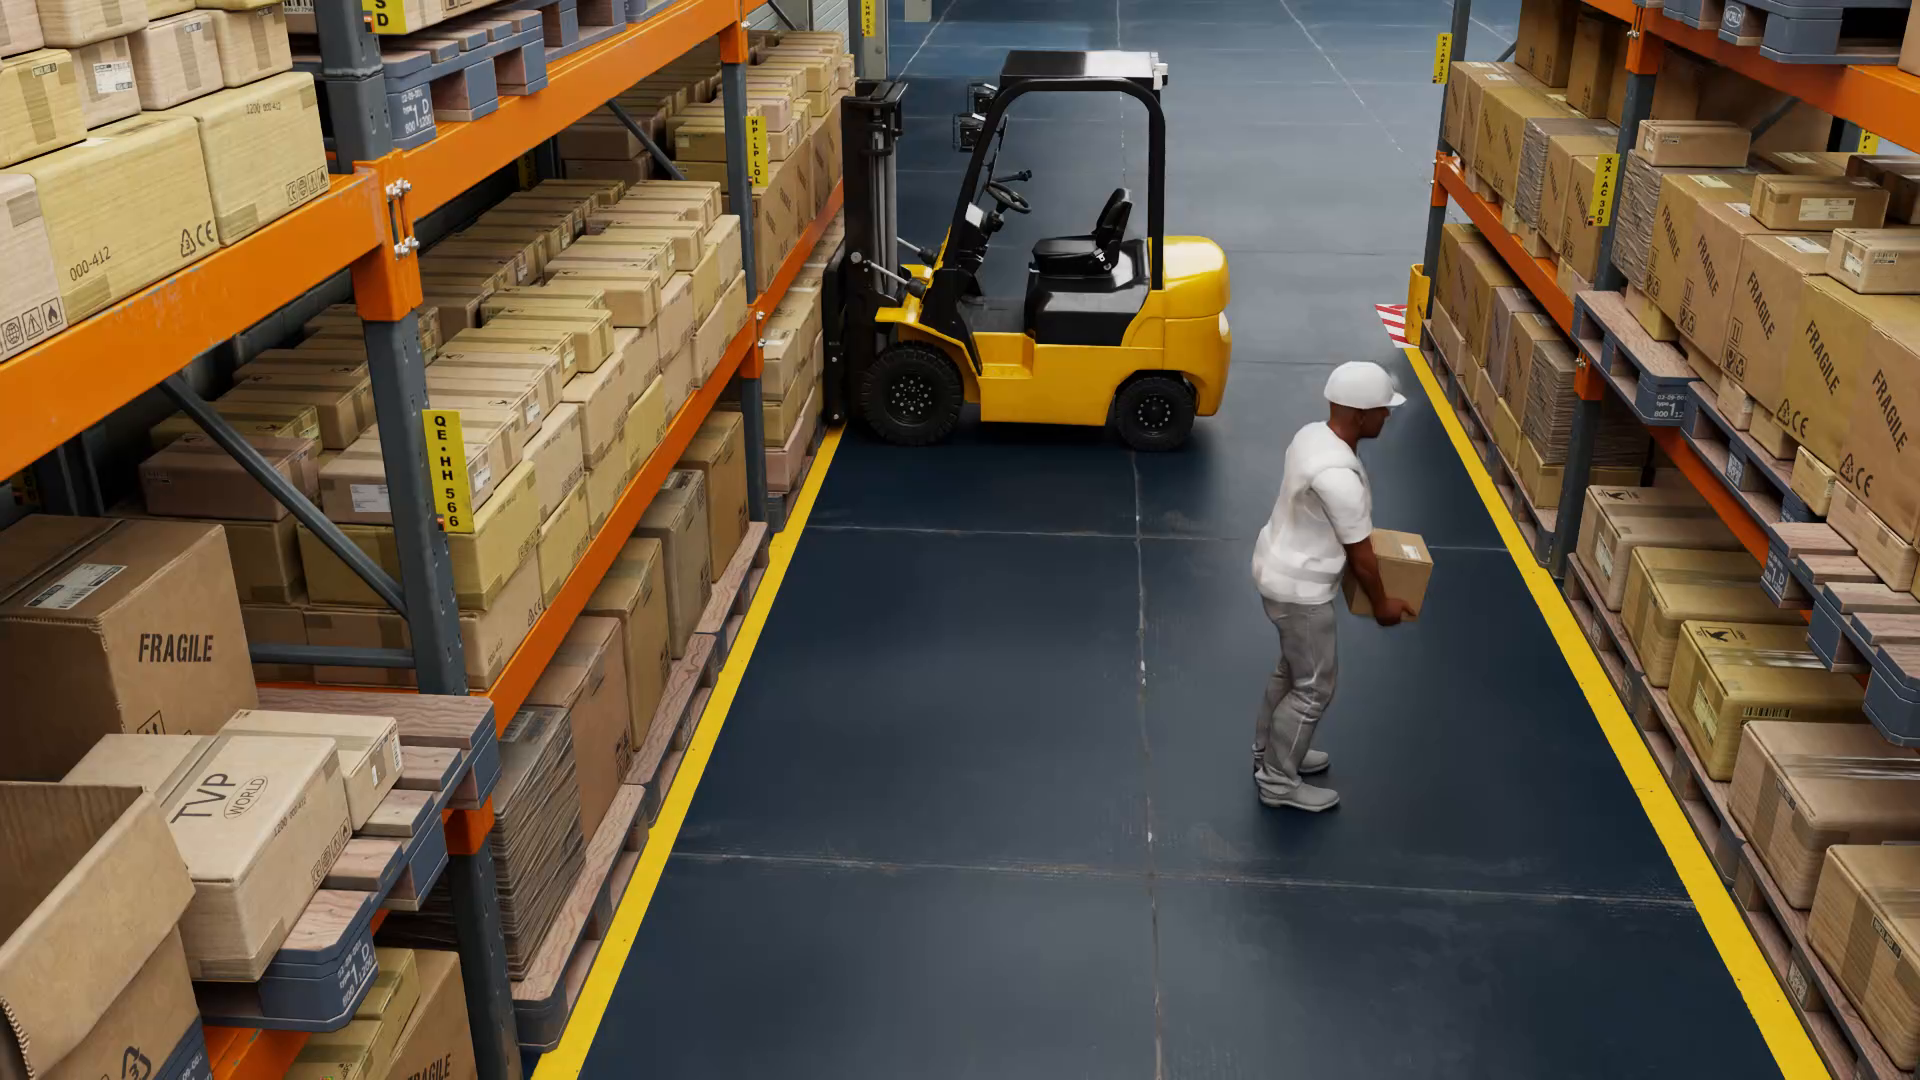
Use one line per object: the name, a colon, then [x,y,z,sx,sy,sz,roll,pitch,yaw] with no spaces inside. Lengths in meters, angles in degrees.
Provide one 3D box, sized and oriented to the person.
person: [1.390,0.167,6.232,0.590,1.744,0.503,1,24,3]
